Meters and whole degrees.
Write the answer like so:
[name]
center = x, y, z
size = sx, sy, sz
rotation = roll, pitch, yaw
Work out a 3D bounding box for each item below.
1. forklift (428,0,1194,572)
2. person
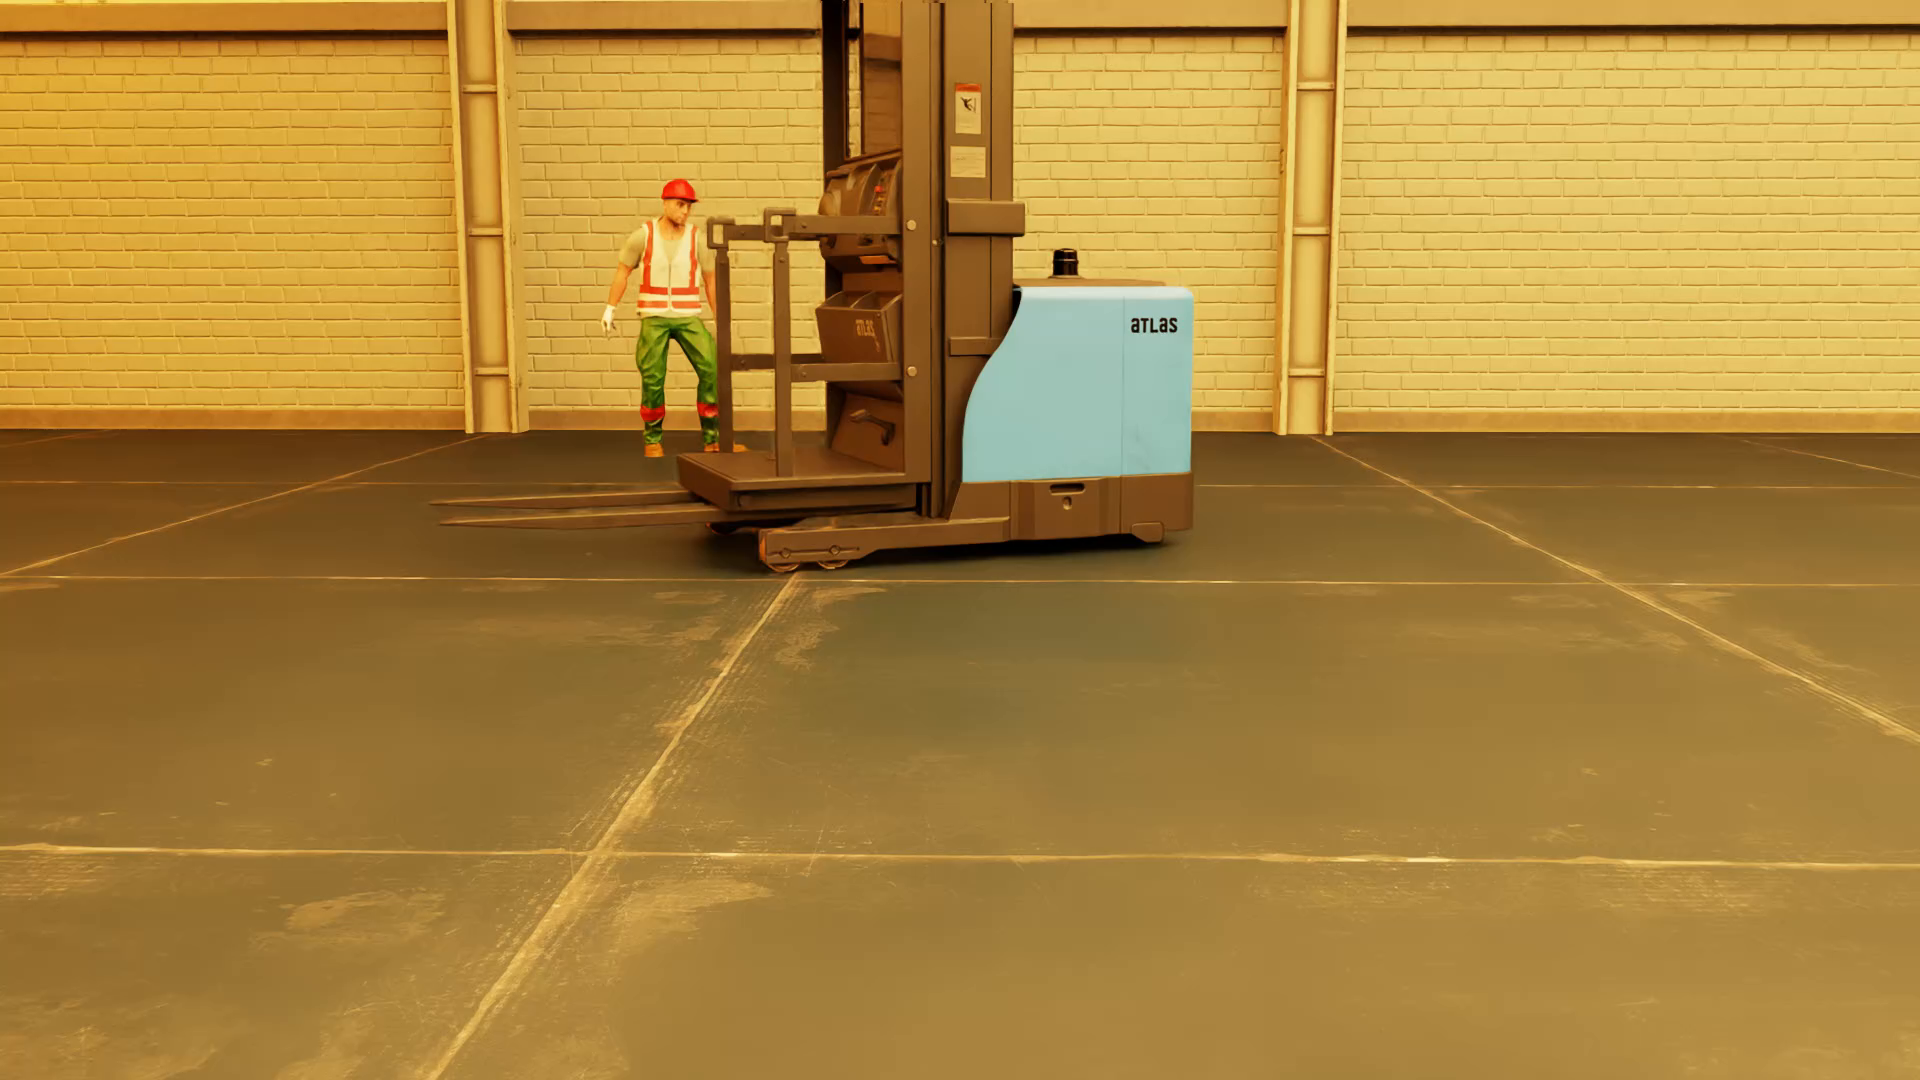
[forklift]
center = -0.593, -1.415, 6.685
size = 3.031, 2.935, 1.130
rotation = -3, 9, -20
[person]
center = -1.824, -1.395, 10.550
size = 0.880, 1.747, 0.455
rotation = -2, 9, -14
